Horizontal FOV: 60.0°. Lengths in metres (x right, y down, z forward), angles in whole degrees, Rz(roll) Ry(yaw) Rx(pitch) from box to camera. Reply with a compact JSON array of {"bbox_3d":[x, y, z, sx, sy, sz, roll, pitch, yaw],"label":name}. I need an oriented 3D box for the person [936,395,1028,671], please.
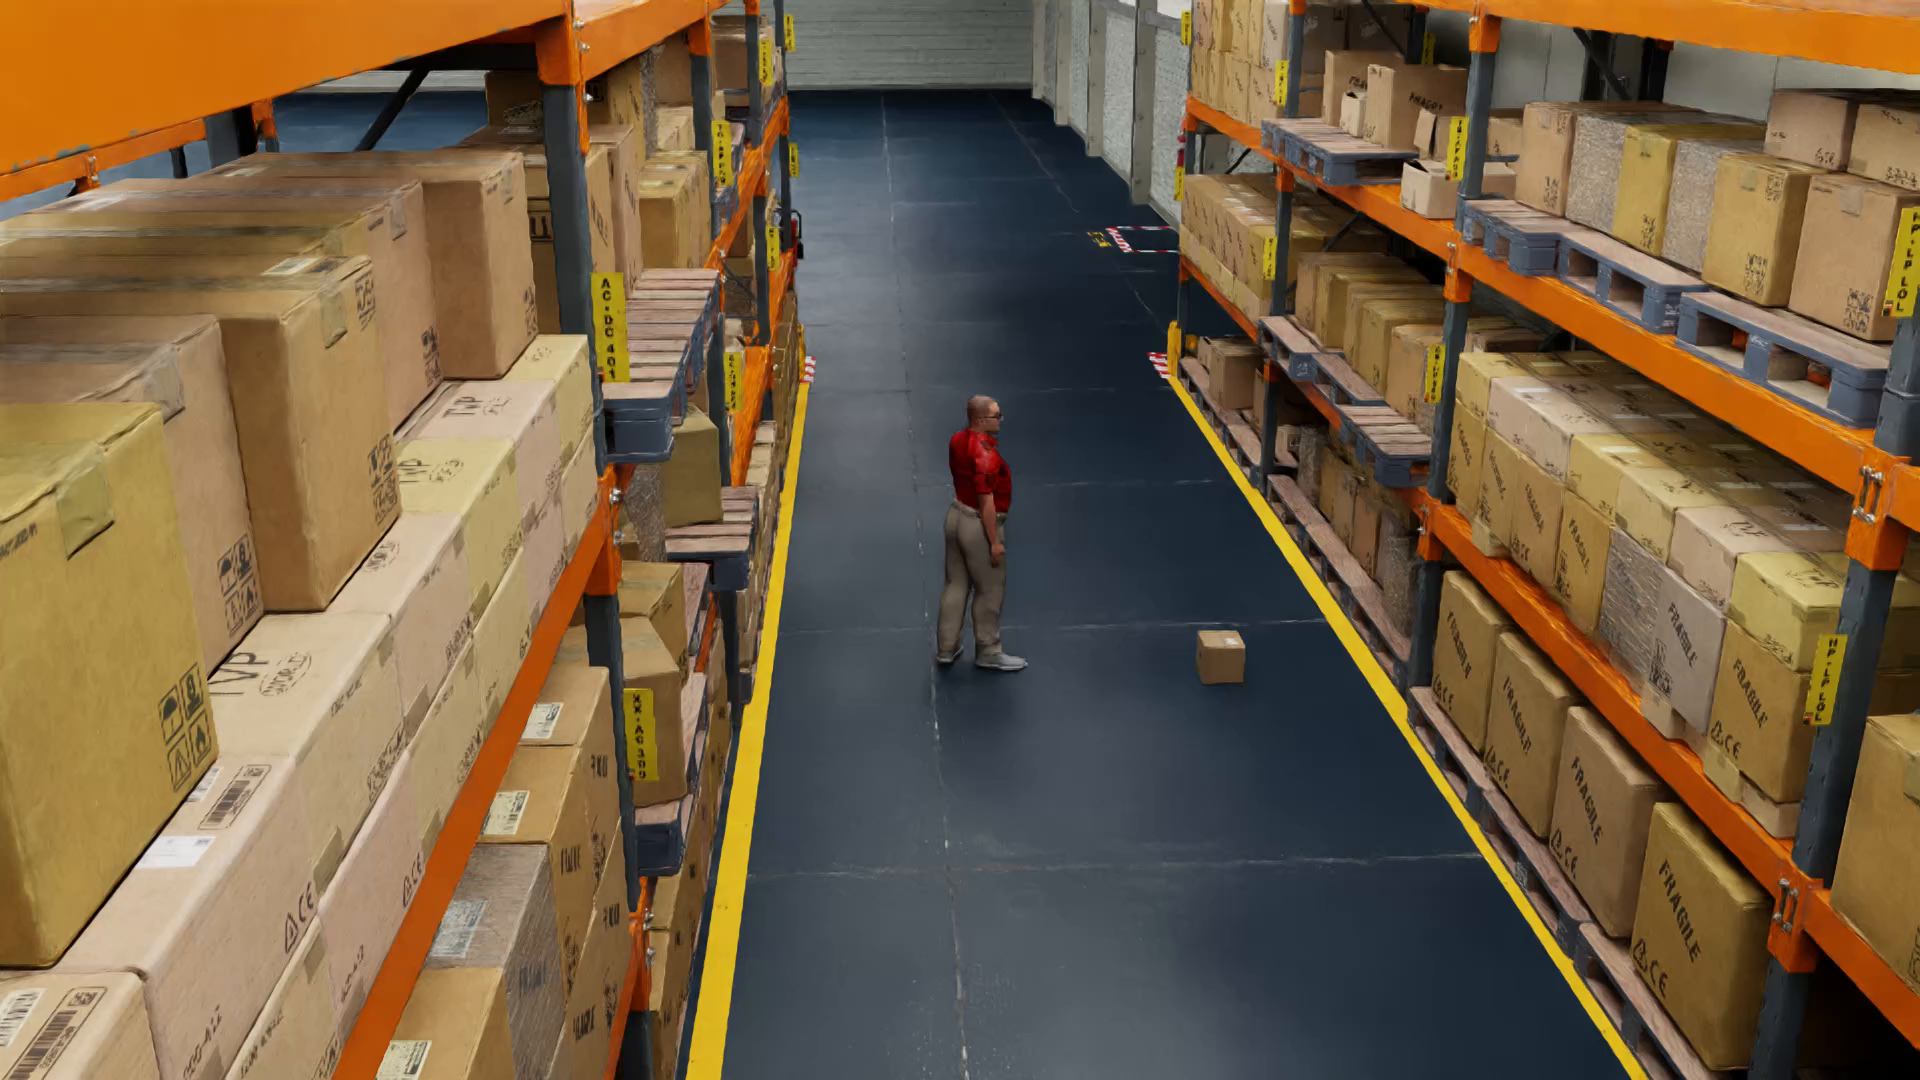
[{"bbox_3d":[0.095,-0.046,10.214,0.495,1.740,0.541,-12,23,-29],"label":"person"}]
